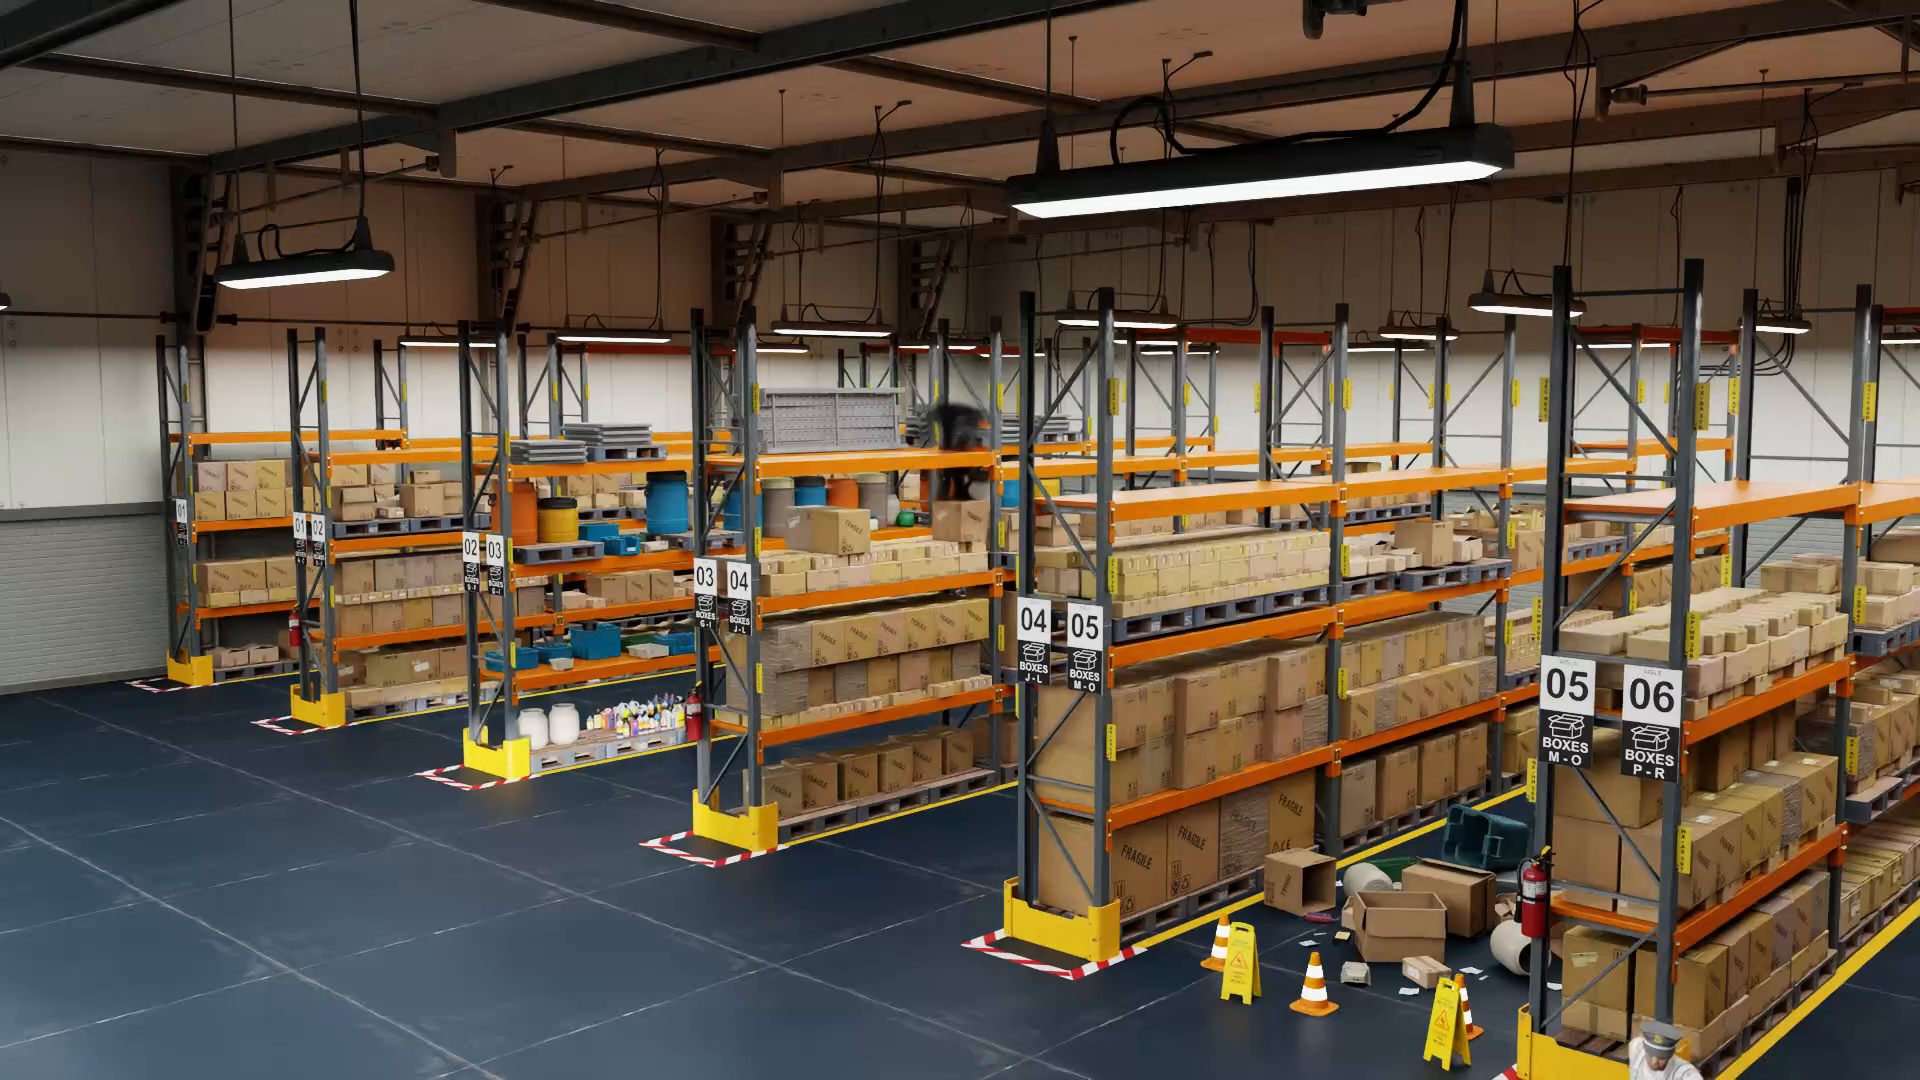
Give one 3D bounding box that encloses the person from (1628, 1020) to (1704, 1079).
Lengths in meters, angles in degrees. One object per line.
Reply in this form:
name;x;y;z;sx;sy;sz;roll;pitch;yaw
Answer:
person;4.209;3.482;9.847;0.570;1.481;1.041;4;7;38
